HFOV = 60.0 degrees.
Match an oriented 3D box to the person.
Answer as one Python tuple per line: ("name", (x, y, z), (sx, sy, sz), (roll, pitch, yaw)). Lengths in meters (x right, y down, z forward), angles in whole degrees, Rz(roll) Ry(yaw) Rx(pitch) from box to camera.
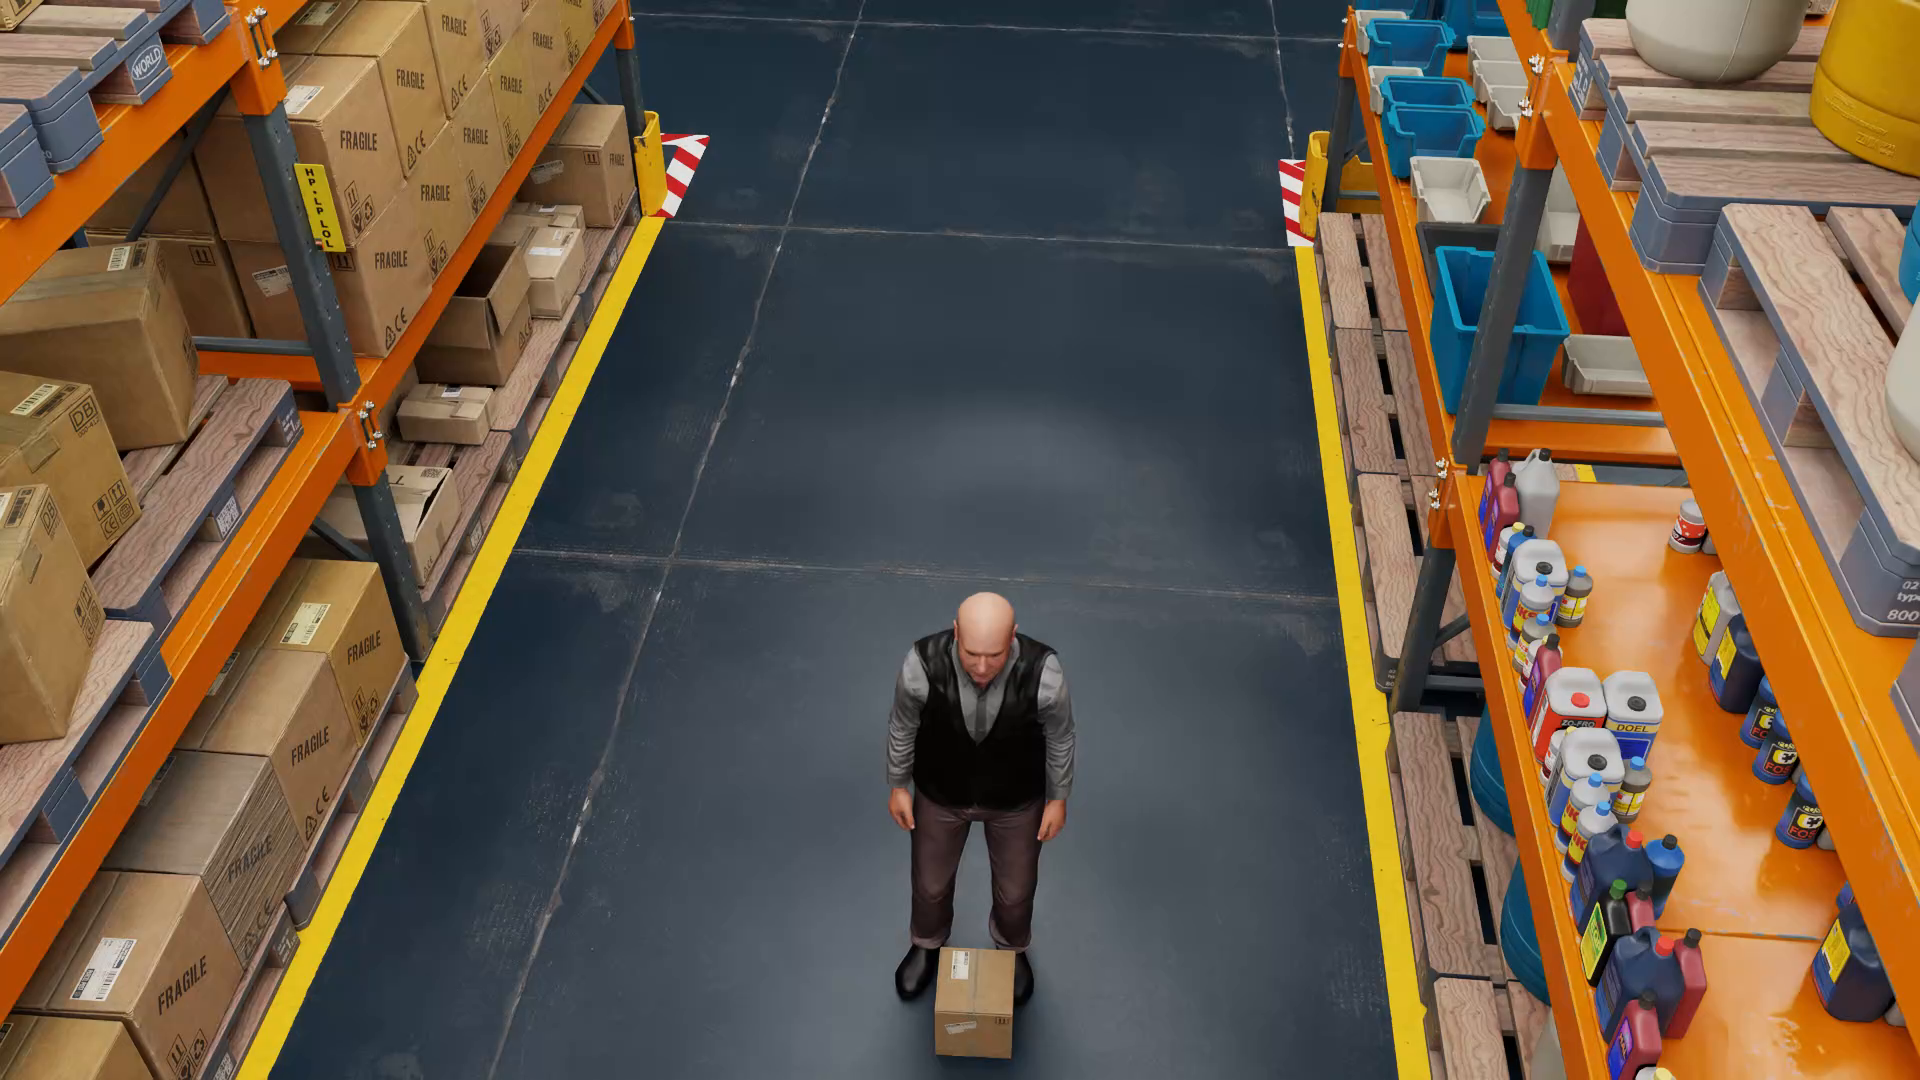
("person", (0.063, 0.823, 5.267), (0.581, 1.618, 0.418), (3, 40, 4))
